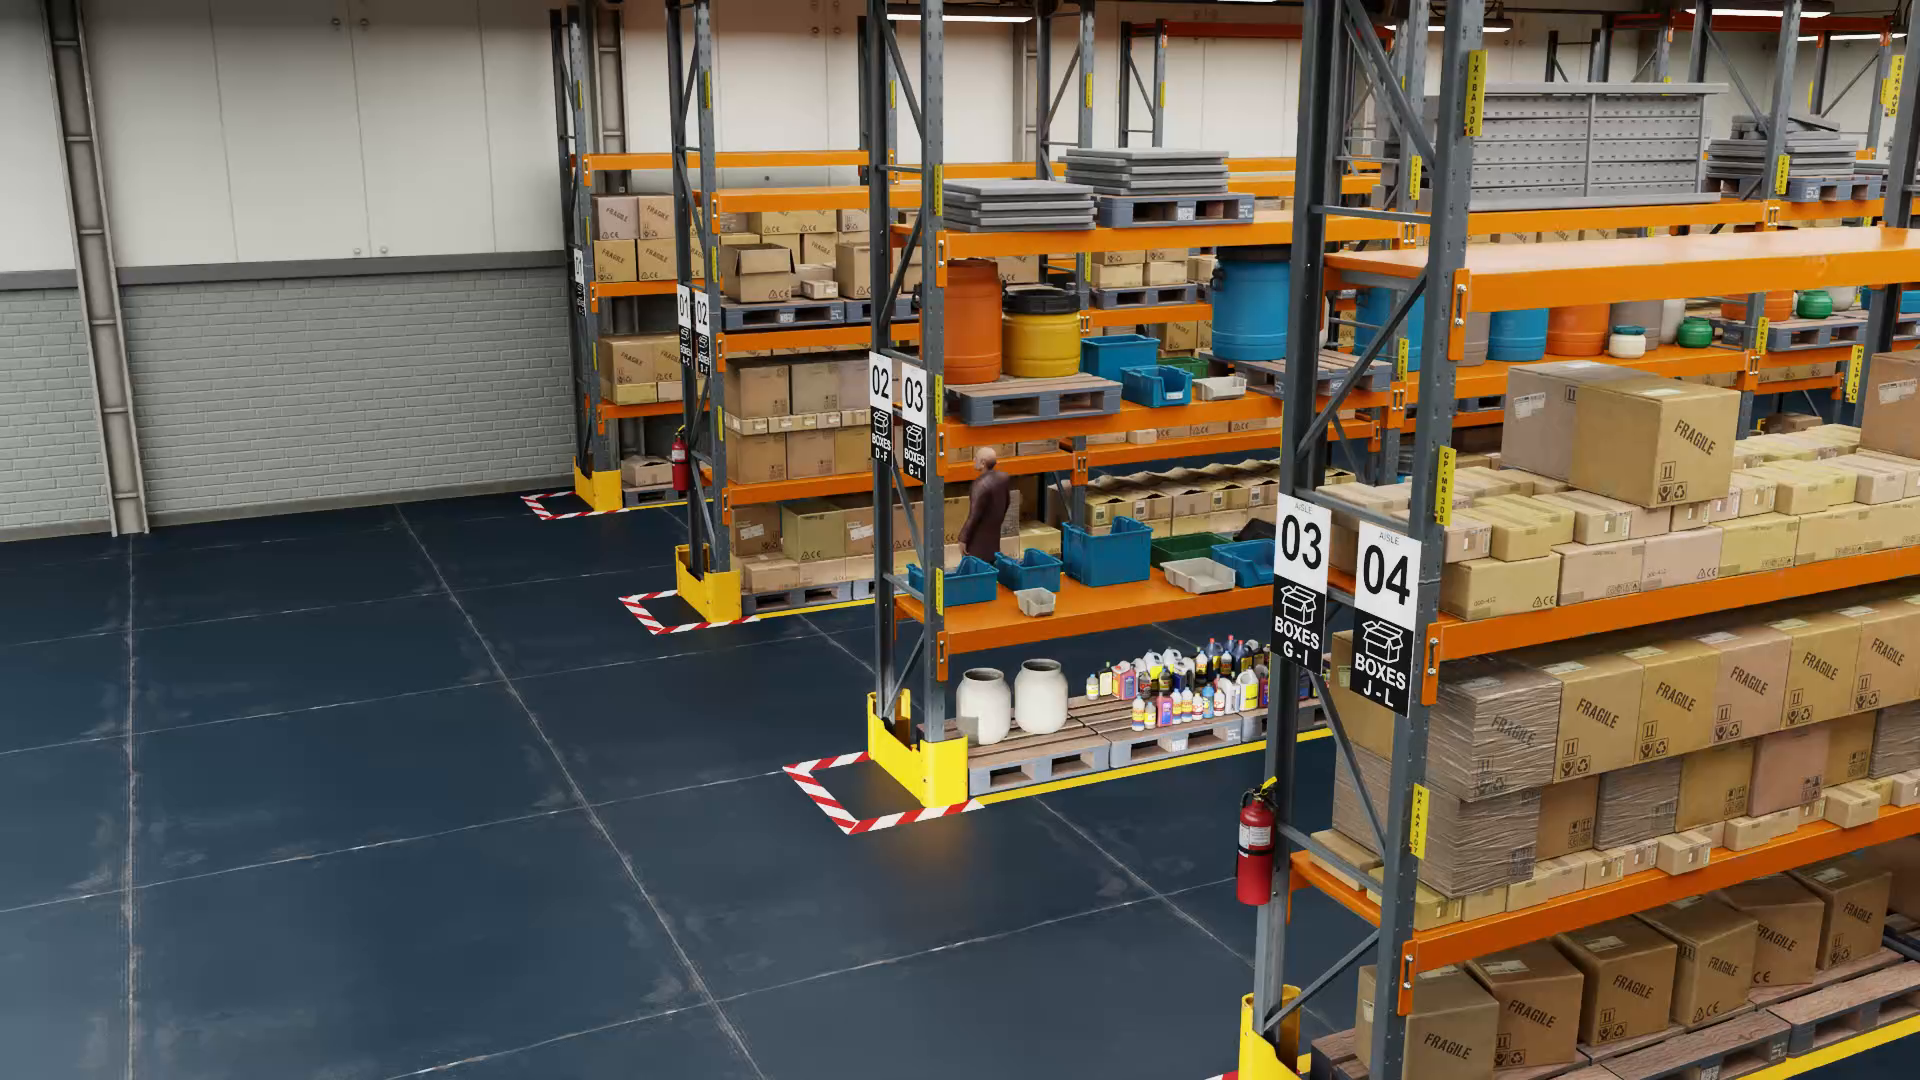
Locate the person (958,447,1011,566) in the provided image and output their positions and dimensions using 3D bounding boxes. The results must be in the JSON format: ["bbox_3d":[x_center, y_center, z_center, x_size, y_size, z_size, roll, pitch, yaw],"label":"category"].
[{"bbox_3d":[0.136,-0.047,16.051,0.580,1.776,0.695,9,18,31],"label":"person"}]
